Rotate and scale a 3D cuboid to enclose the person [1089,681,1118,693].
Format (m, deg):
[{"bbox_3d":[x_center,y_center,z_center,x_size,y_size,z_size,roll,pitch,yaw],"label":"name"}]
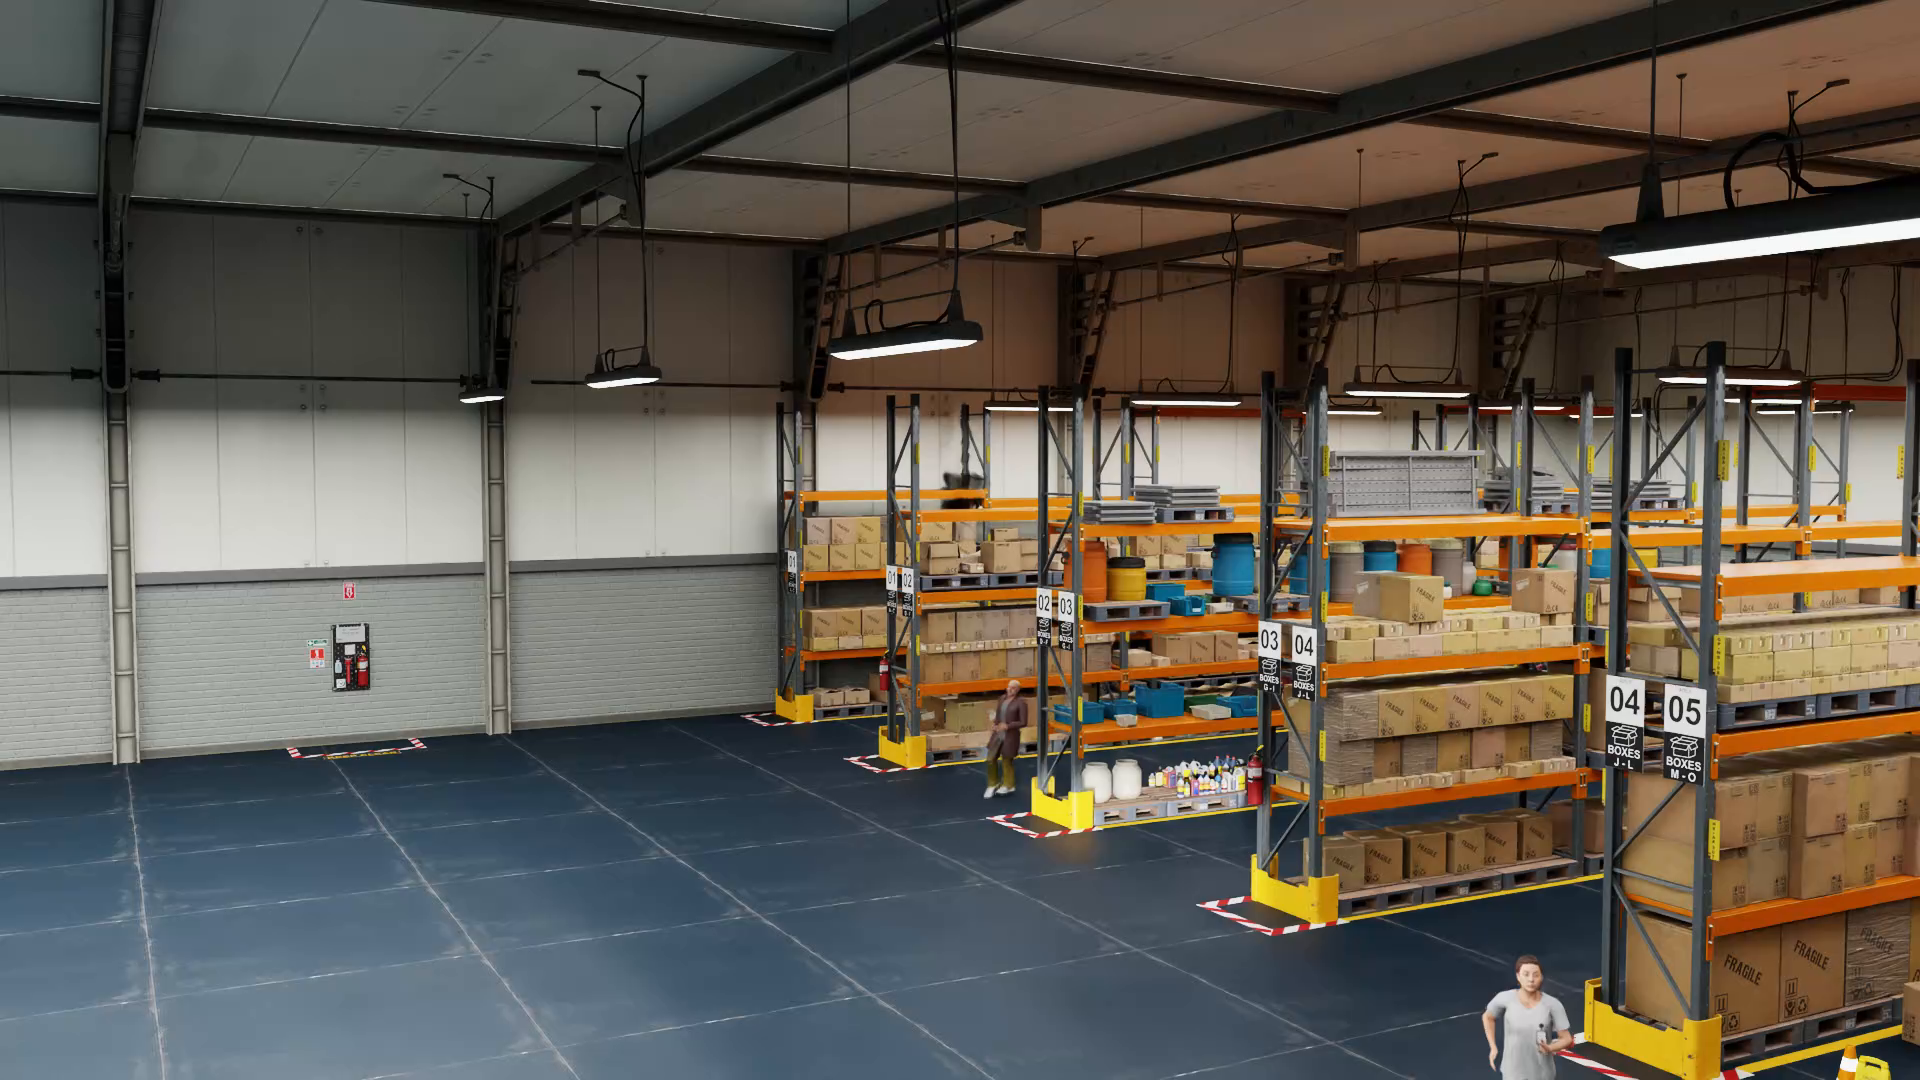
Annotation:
[{"bbox_3d":[2.669,2.287,31.780,0.686,1.670,0.613,-2,4,-33],"label":"person"}]

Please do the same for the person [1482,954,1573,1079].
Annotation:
[{"bbox_3d":[3.894,3.669,11.420,0.571,1.639,0.958,1,3,12],"label":"person"}]

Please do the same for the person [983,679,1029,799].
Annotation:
[{"bbox_3d":[0.710,2.924,24.316,0.693,1.790,0.714,2,4,32],"label":"person"}]
